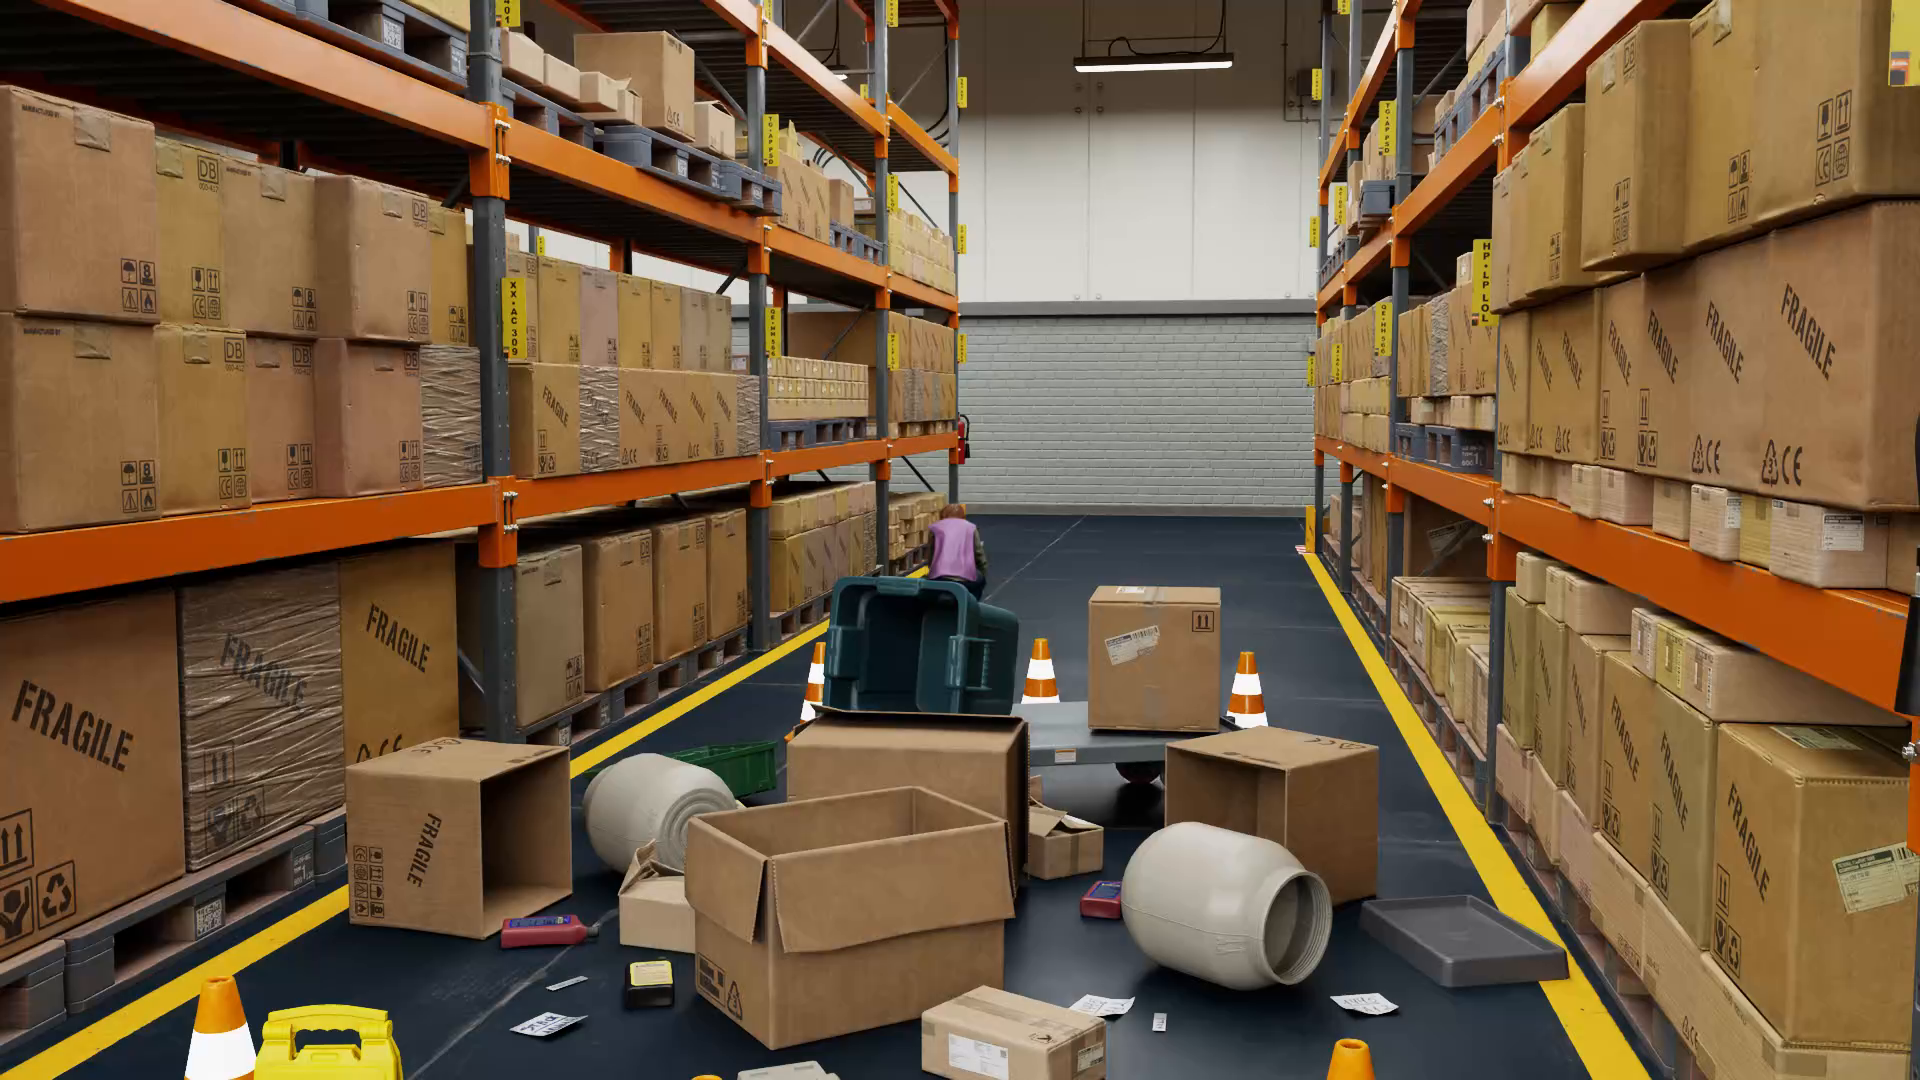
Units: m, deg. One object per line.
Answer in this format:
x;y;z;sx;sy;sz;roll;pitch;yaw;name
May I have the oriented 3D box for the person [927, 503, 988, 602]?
-0.041;0.186;12.230;0.460;0.888;0.810;1;5;8;person
